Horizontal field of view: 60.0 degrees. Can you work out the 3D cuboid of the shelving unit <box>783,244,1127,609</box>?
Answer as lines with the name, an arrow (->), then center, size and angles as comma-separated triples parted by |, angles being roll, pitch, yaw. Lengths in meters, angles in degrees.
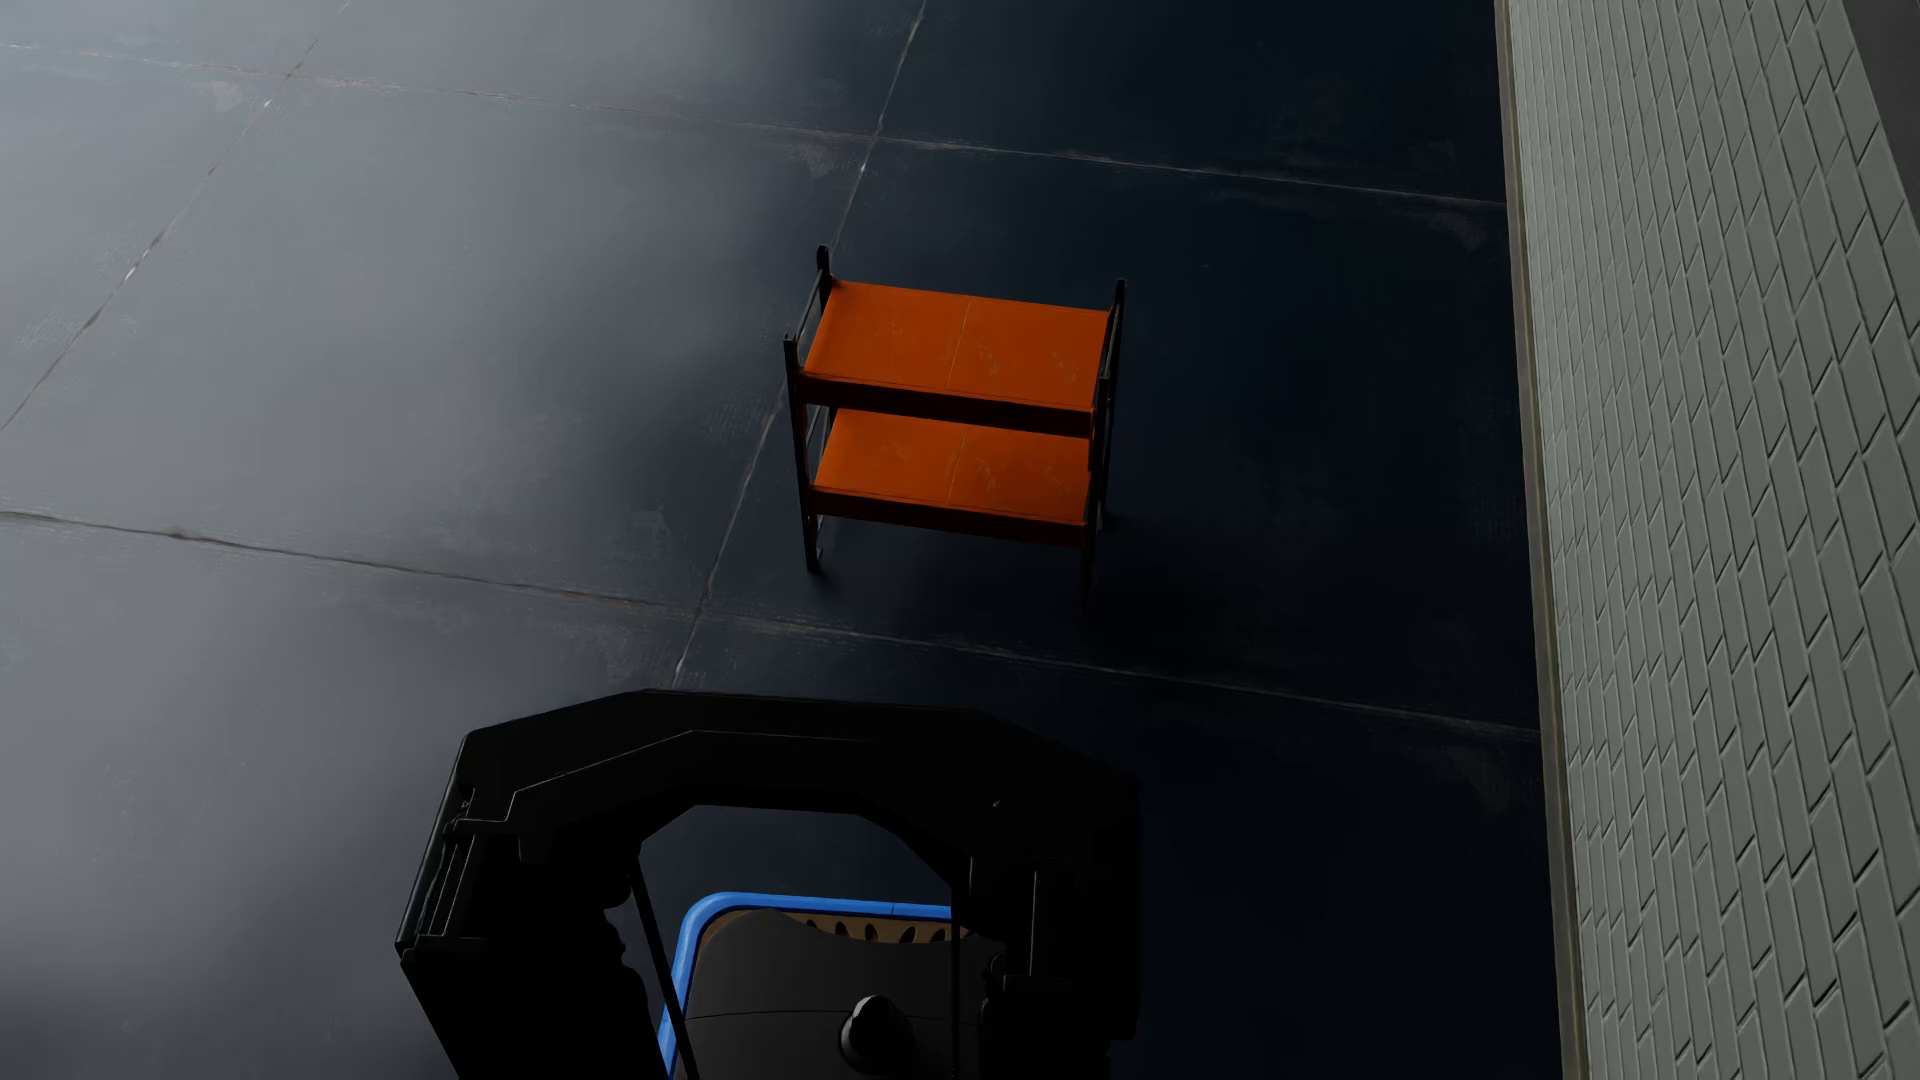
shelving unit -> -0.007, -0.377, 5.832 | 1.048, 1.125, 0.538 | 8, 49, 7

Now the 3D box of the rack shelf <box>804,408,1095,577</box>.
rack shelf -> -0.007, -0.213, 6.014 | 1.000, 0.278, 0.538 | 8, 49, 7

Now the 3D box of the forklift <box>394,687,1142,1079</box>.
forklift -> -0.272, 1.713, 2.740 | 1.130, 2.935, 3.031 | 3, 48, 3

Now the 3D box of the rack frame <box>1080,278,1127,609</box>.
rack frame -> 0.494, -0.310, 5.772 | 0.032, 1.125, 0.500 | 8, 49, 7

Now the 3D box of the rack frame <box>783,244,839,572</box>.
rack frame -> -0.507, -0.444, 5.893 | 0.032, 1.125, 0.500 | 8, 49, 7

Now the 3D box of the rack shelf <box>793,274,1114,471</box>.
rack shelf -> -0.007, -0.572, 5.615 | 1.000, 0.278, 0.538 | 8, 49, 7
